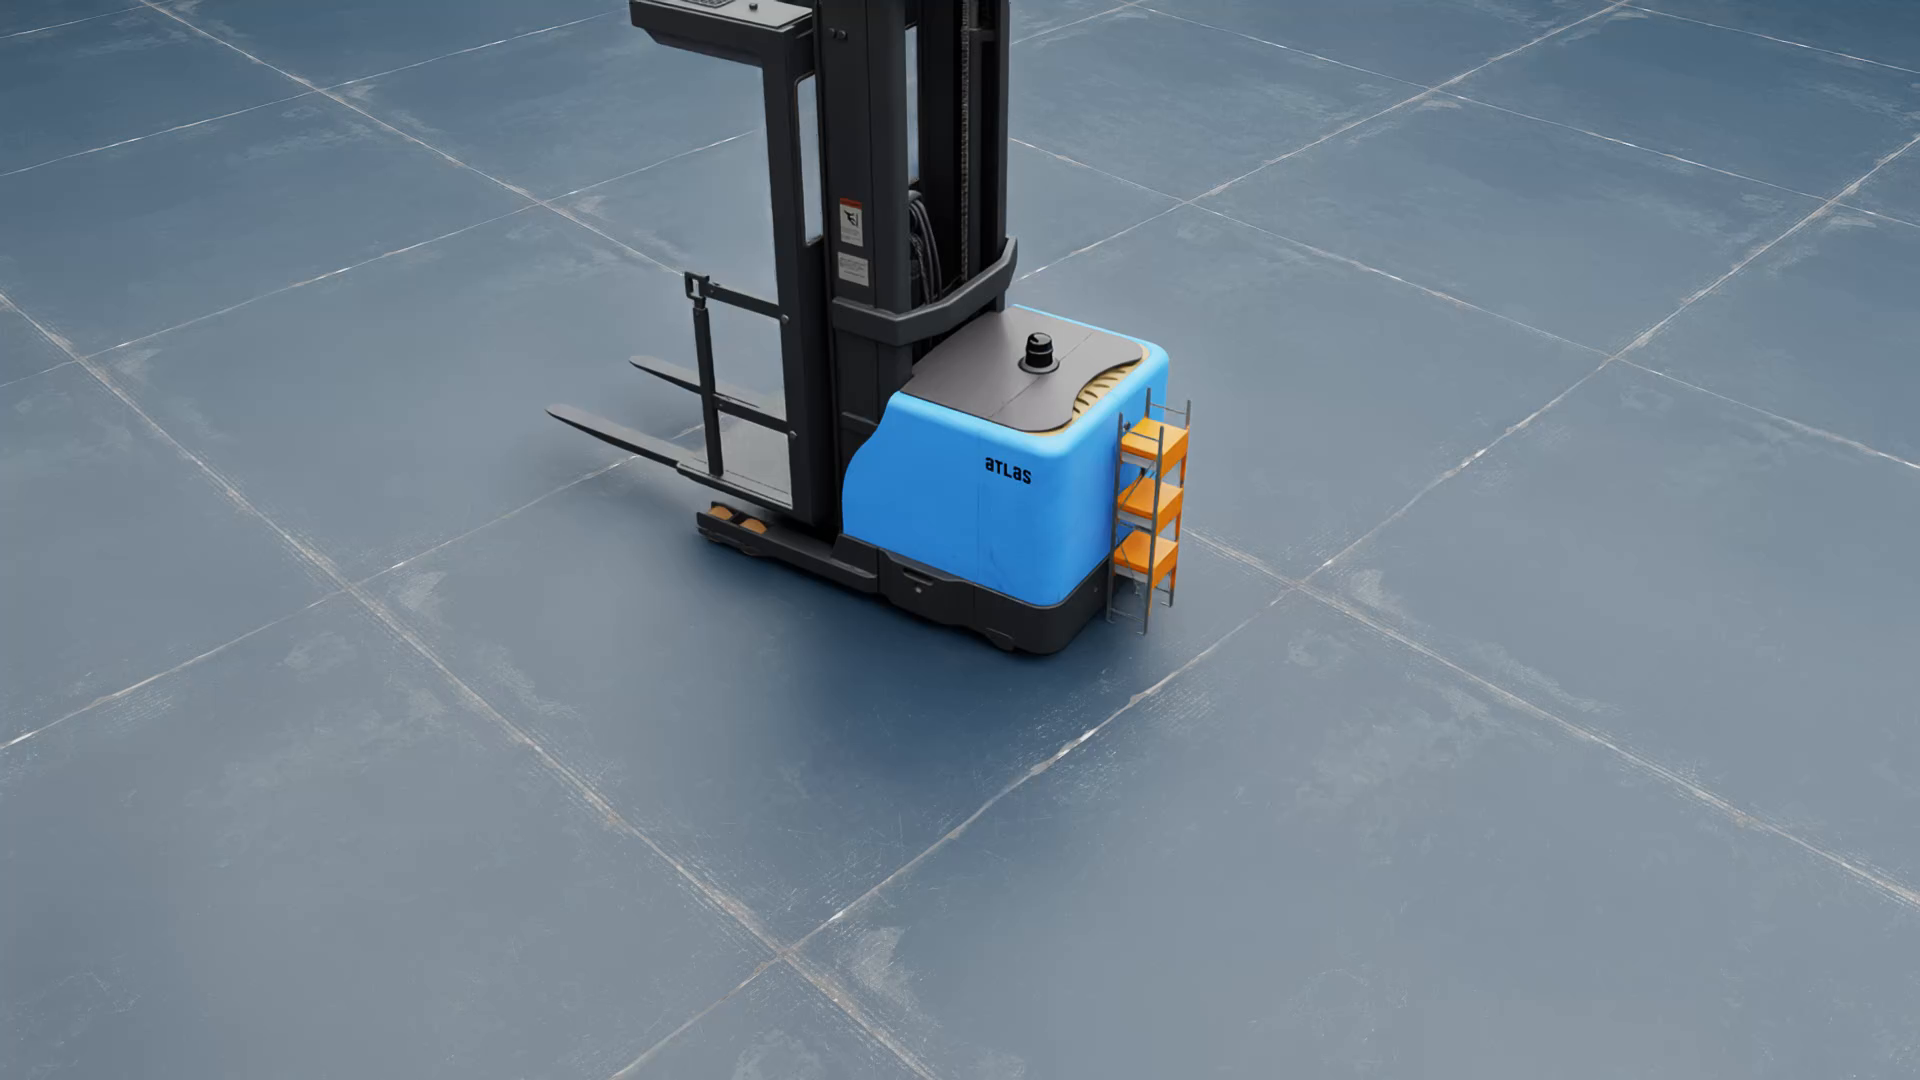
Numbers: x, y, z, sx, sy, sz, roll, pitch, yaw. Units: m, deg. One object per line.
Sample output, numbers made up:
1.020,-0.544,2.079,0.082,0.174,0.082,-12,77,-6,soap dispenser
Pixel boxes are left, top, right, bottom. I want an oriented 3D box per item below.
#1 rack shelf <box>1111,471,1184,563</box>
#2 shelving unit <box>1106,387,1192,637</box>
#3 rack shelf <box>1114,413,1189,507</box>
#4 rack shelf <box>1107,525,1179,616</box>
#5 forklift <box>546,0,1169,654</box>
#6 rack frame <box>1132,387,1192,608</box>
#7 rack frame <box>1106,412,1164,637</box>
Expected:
0.786,-0.098,6.991,0.215,0.259,0.240,20,40,26,rack shelf
0.786,-0.106,6.985,0.215,1.050,0.252,20,40,26,shelving unit
0.786,-0.330,6.828,0.215,0.259,0.240,20,40,26,rack shelf
0.786,0.130,7.150,0.215,0.259,0.240,20,40,26,rack shelf
-0.615,-1.364,7.144,3.031,2.935,1.130,20,40,26,forklift
0.852,-0.165,7.069,0.200,1.050,0.008,20,40,26,rack frame
0.720,-0.048,6.900,0.200,1.050,0.008,20,40,26,rack frame
